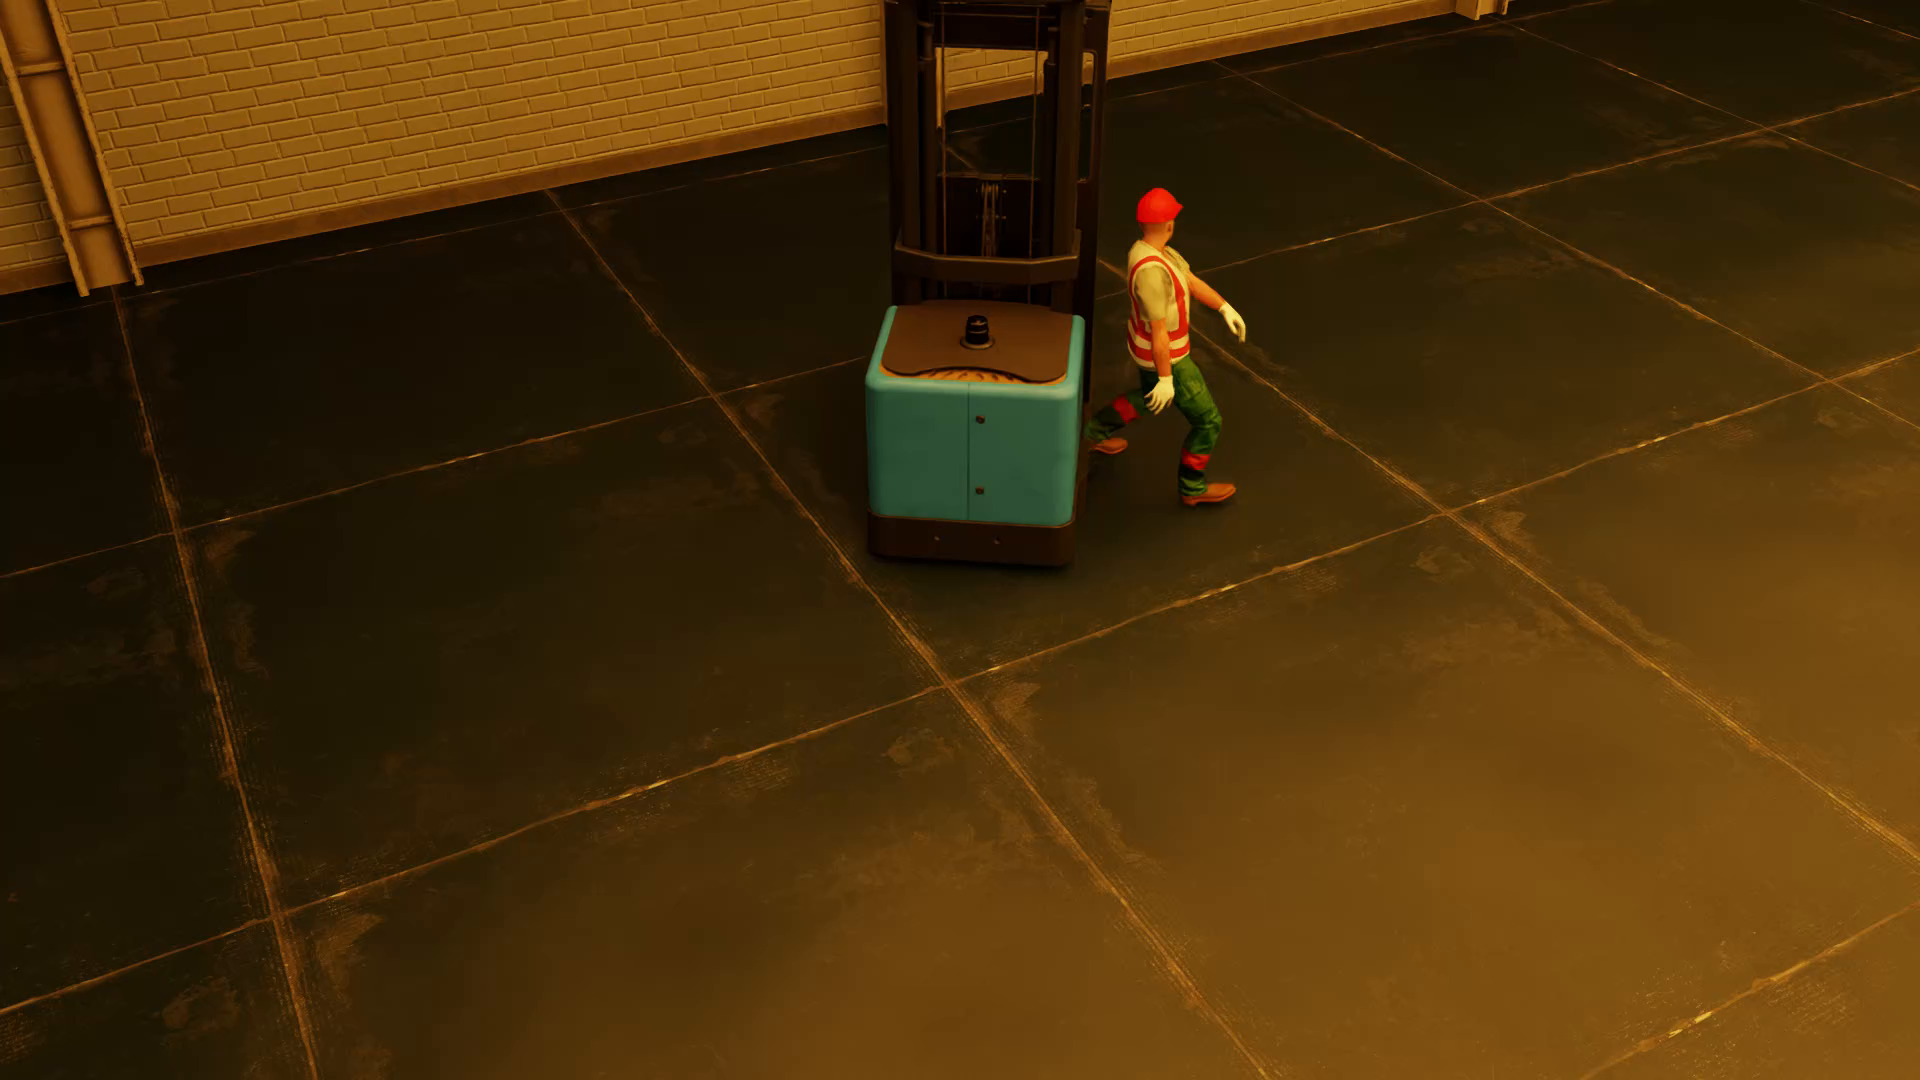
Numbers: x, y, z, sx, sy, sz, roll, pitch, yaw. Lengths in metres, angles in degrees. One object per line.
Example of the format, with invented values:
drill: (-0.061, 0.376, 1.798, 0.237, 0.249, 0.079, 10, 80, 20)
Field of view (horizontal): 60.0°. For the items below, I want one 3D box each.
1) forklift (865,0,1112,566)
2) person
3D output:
forklift: (0.206, -1.900, 8.812, 1.130, 2.935, 3.031, 4, 35, 5)
person: (1.059, -0.956, 8.568, 0.827, 1.697, 0.734, -4, 35, -5)
